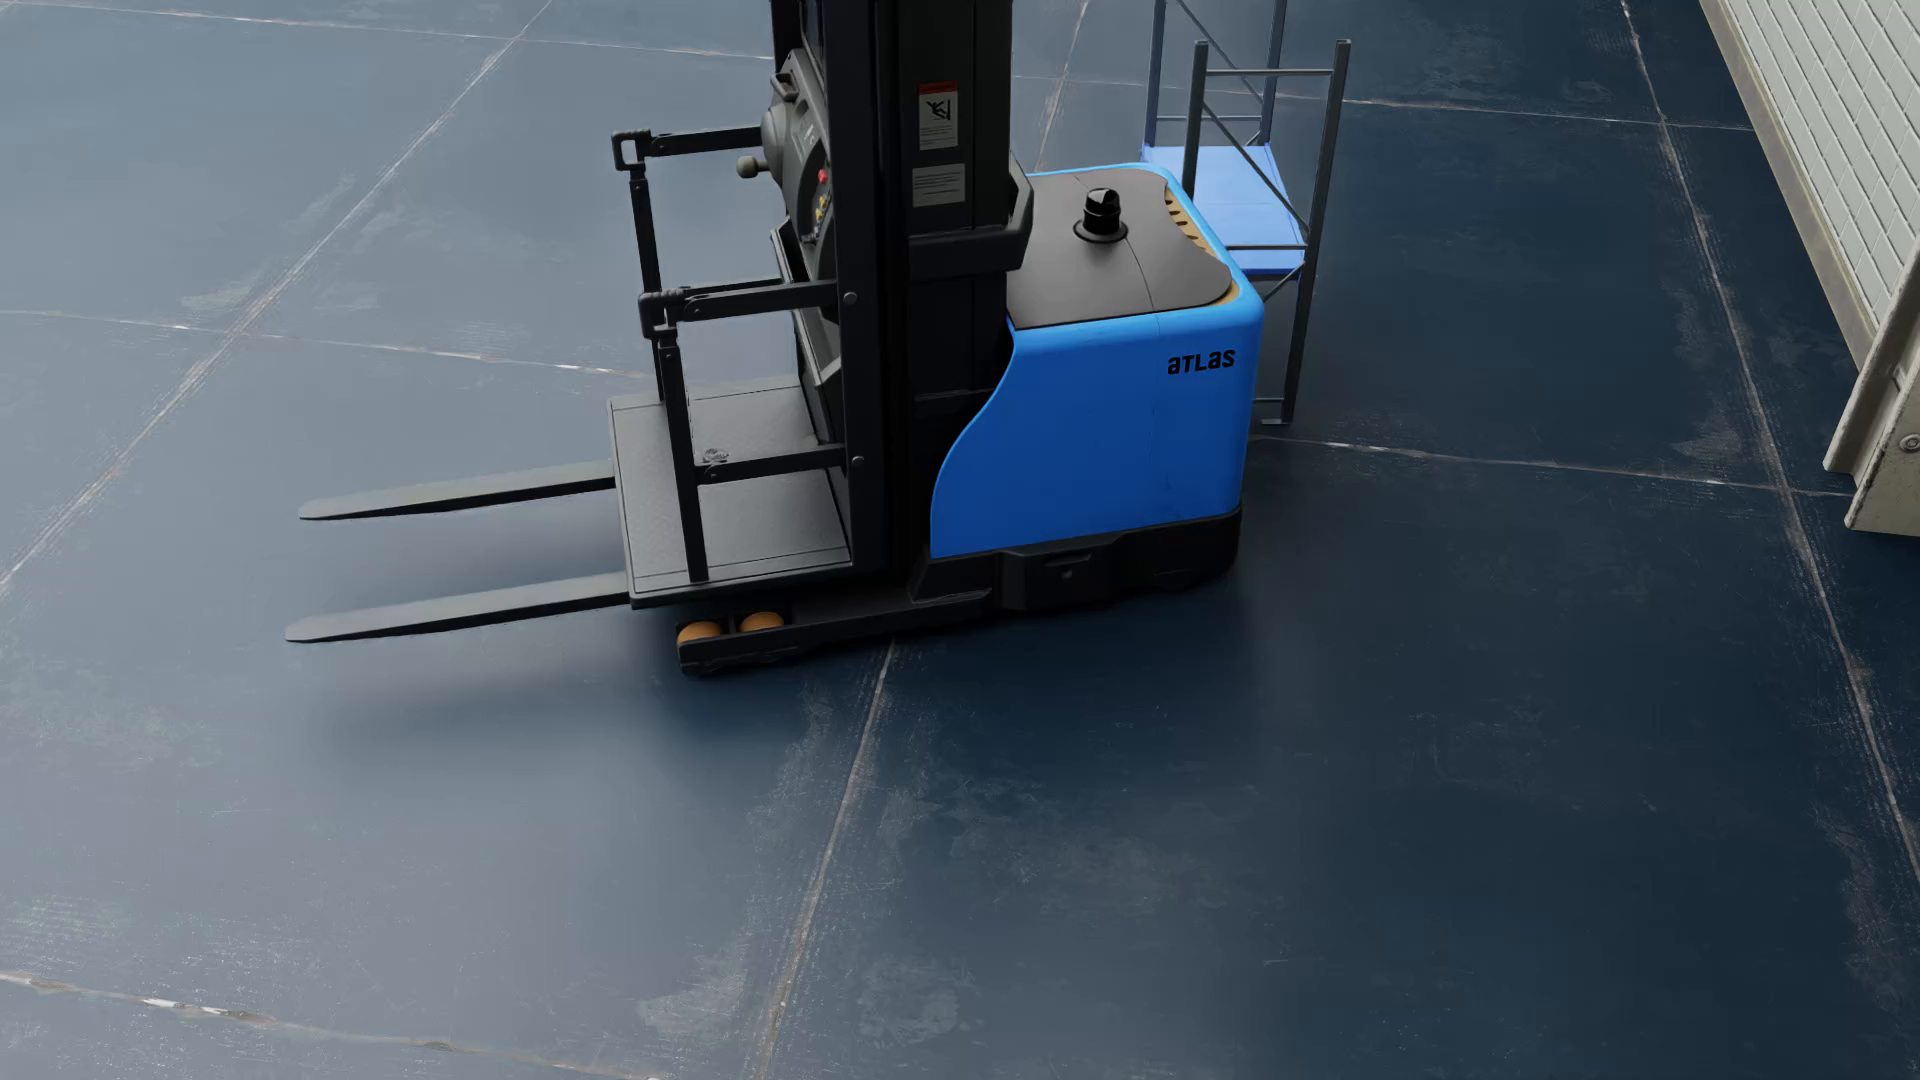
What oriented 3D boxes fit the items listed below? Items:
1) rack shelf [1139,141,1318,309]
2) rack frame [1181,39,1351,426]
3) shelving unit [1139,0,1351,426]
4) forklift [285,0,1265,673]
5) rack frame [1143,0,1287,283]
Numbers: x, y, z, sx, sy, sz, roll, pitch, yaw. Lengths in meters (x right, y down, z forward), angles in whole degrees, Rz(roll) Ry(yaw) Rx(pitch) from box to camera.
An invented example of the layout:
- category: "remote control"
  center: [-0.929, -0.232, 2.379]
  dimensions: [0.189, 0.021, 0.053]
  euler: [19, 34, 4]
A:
- category: "rack shelf"
  center: [0.993, -1.203, 6.310]
  dimensions: [0.538, 0.185, 1.000]
  euler: [-1, 40, -1]
- category: "rack frame"
  center: [1.002, -1.018, 5.804]
  dimensions: [0.500, 1.500, 0.032]
  euler: [-1, 40, -1]
- category: "shelving unit"
  center: [0.993, -1.342, 6.196]
  dimensions: [0.538, 1.500, 1.048]
  euler: [-1, 40, -1]
- category: "forklift"
  center: [-0.647, -1.081, 4.758]
  dimensions: [3.031, 2.935, 1.130]
  euler: [-9, 40, -10]
- category: "rack frame"
  center: [0.984, -1.666, 6.587]
  dimensions: [0.500, 1.500, 0.032]
  euler: [-1, 40, -1]
